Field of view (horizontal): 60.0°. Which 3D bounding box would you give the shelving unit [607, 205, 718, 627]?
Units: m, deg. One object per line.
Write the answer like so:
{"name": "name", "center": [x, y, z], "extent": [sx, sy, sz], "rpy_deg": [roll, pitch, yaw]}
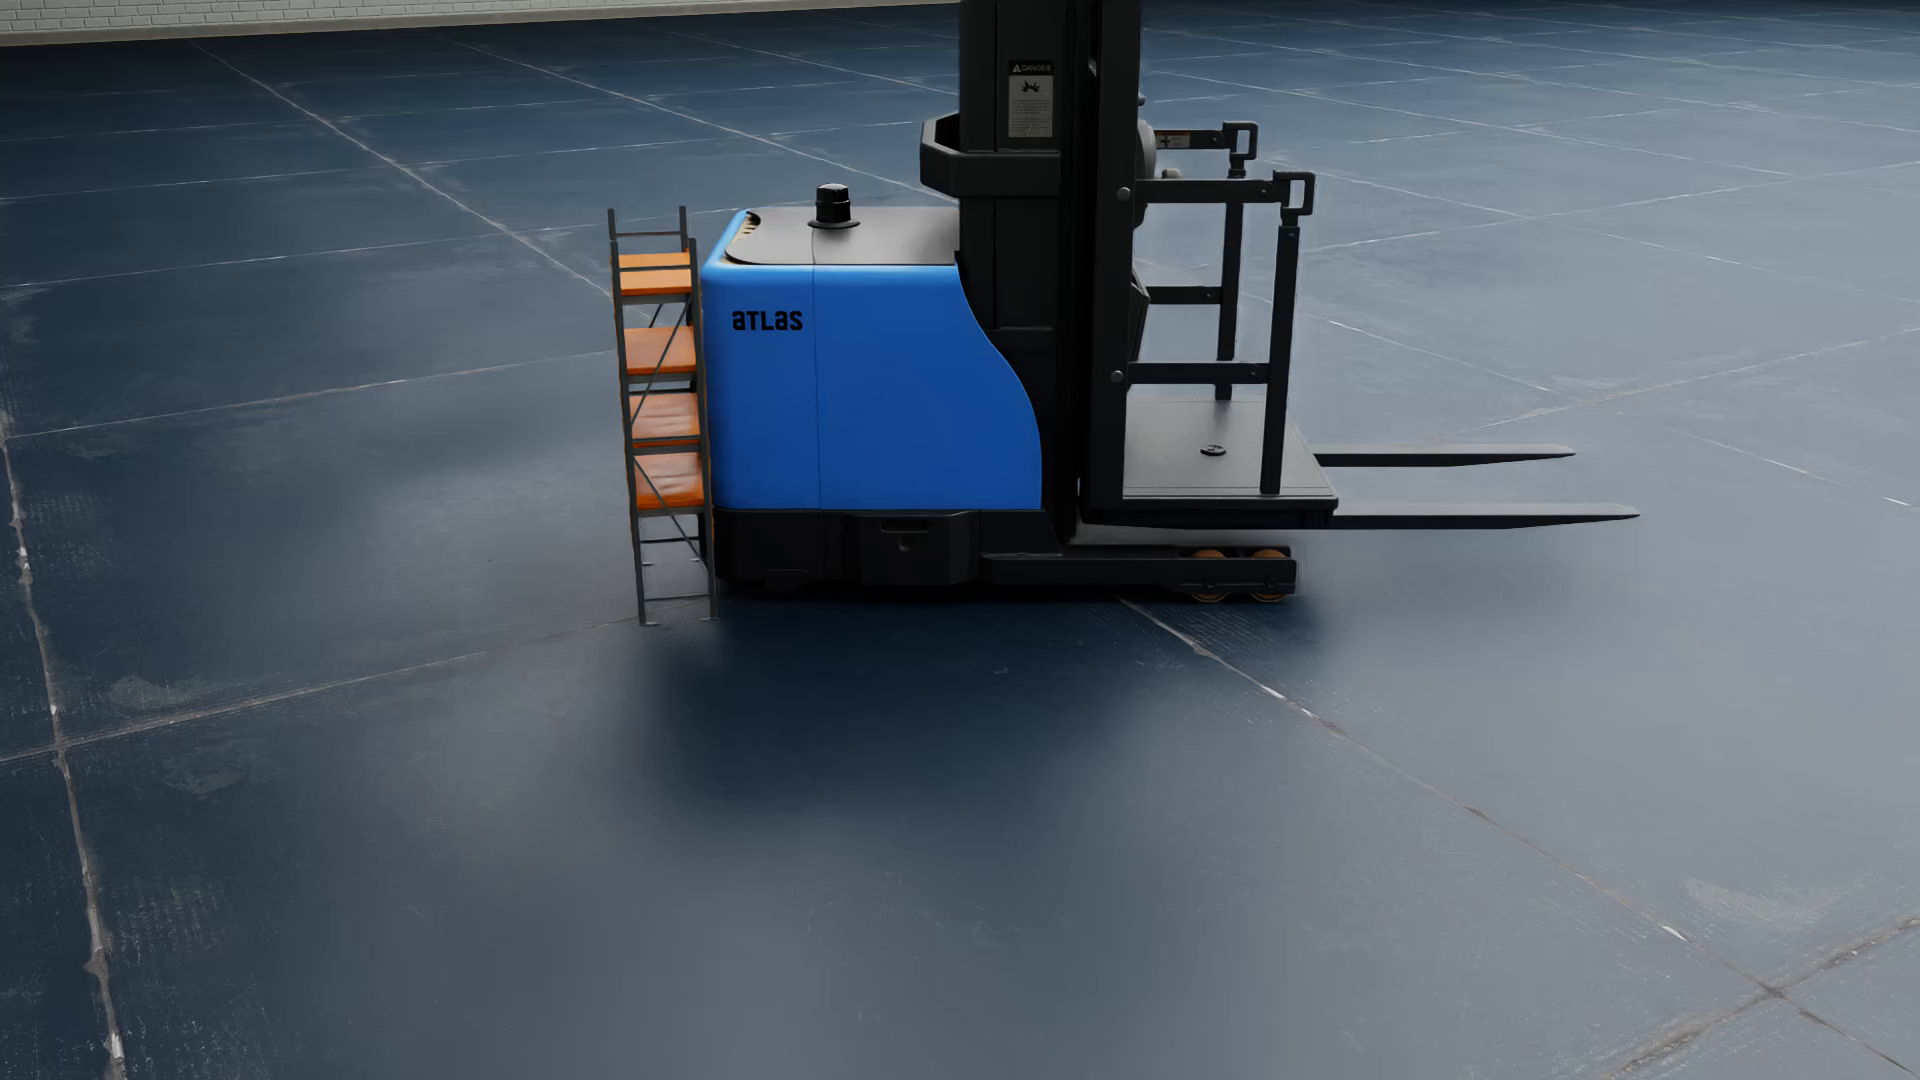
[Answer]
{"name": "shelving unit", "center": [-0.925, -0.388, 5.172], "extent": [0.258, 1.200, 0.503], "rpy_deg": [-4, 23, -11]}

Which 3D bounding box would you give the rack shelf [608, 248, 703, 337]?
{"name": "rack shelf", "center": [-0.924, -0.753, 5.025], "extent": [0.258, 0.148, 0.480], "rpy_deg": [-4, 23, -11]}

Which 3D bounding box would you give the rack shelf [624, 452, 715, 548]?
{"name": "rack shelf", "center": [-0.926, -0.142, 5.272], "extent": [0.258, 0.148, 0.480], "rpy_deg": [-4, 23, -11]}

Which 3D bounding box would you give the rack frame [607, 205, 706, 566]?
{"name": "rack frame", "center": [-0.976, -0.478, 5.394], "extent": [0.240, 1.200, 0.015], "rpy_deg": [-4, 23, -11]}

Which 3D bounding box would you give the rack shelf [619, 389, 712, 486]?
{"name": "rack shelf", "center": [-0.925, -0.326, 5.198], "extent": [0.258, 0.148, 0.480], "rpy_deg": [-4, 23, -11]}

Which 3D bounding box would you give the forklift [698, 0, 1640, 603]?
{"name": "forklift", "center": [0.706, -1.358, 5.261], "extent": [3.031, 2.935, 1.130], "rpy_deg": [0, 22, 0]}

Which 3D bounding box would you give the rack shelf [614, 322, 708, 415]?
{"name": "rack shelf", "center": [-0.924, -0.533, 5.114], "extent": [0.258, 0.148, 0.480], "rpy_deg": [-4, 23, -11]}

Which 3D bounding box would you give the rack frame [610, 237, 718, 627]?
{"name": "rack frame", "center": [-0.874, -0.299, 4.951], "extent": [0.240, 1.200, 0.015], "rpy_deg": [-4, 23, -11]}
